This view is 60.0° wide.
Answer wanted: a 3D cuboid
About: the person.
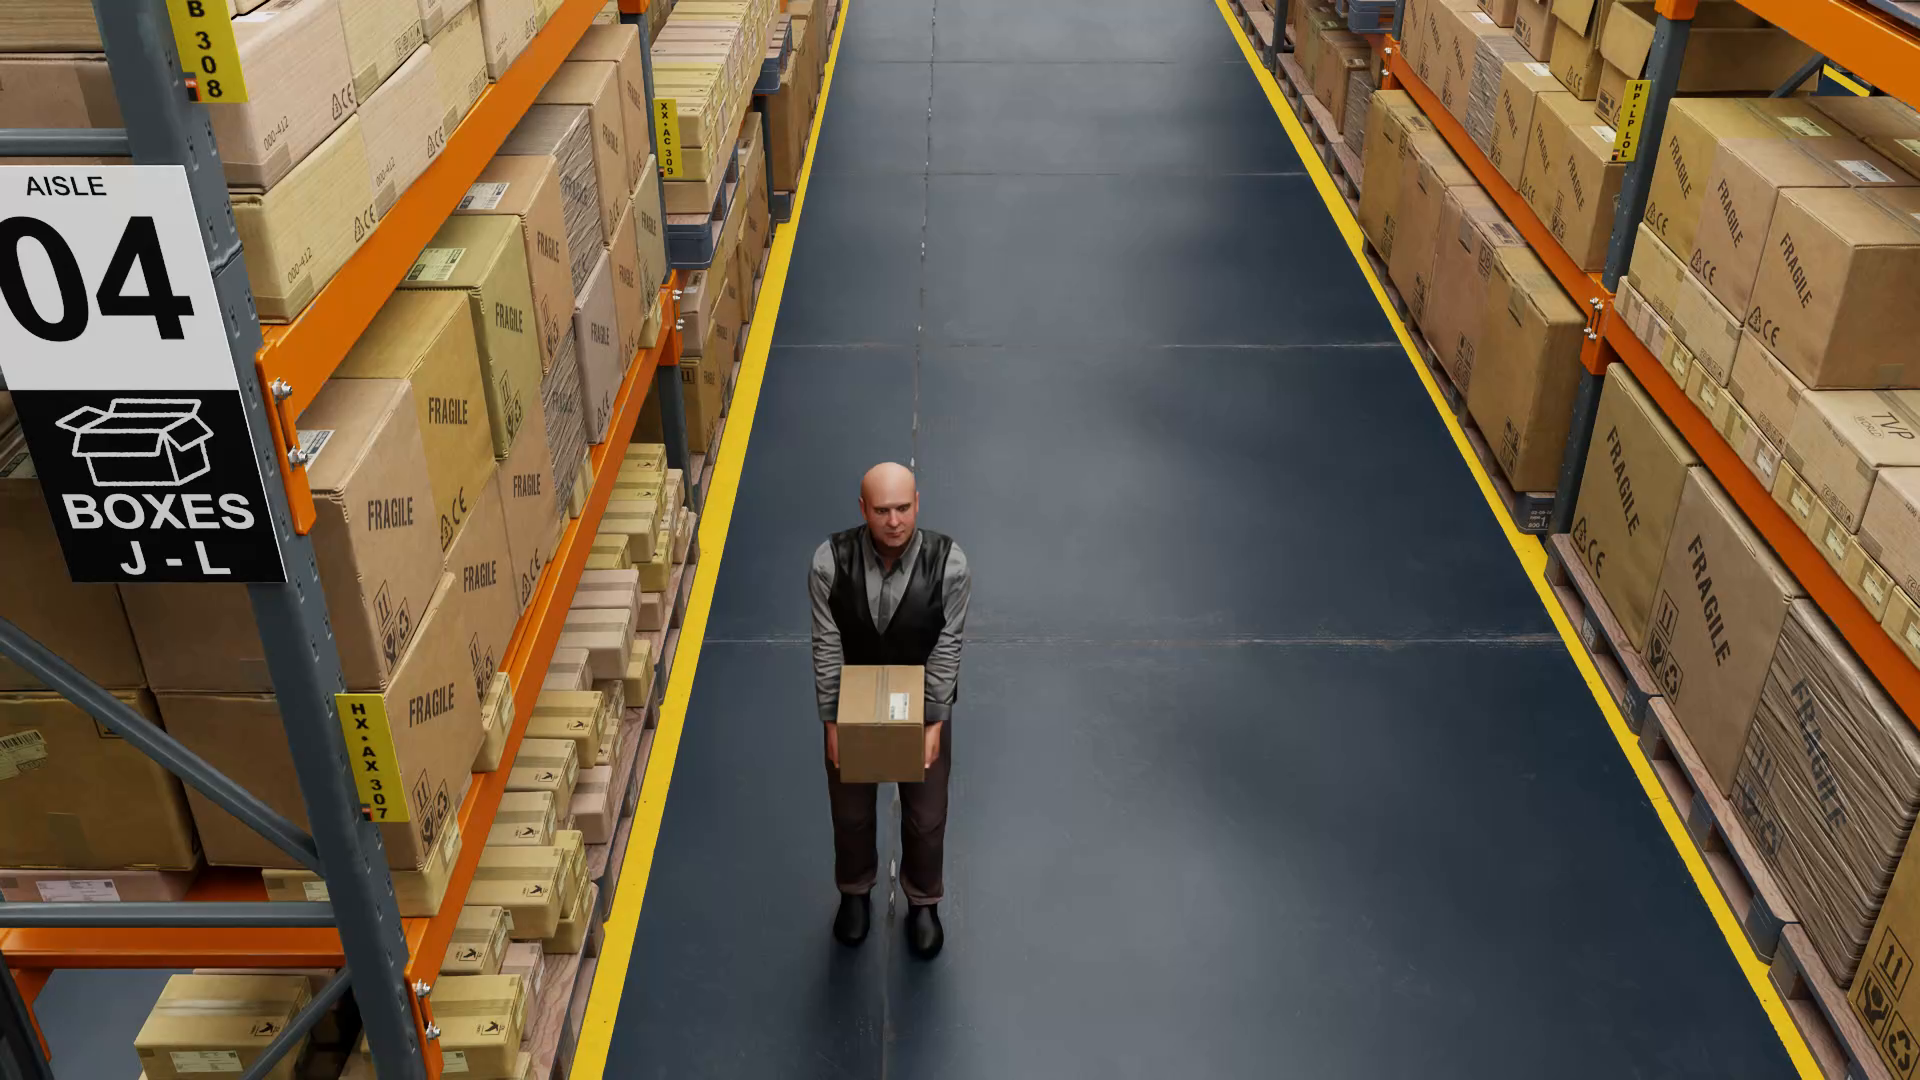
[{"bbox_3d":[-0.213,0.585,5.203,0.495,1.718,0.547,0,31,0],"label":"person"}]
